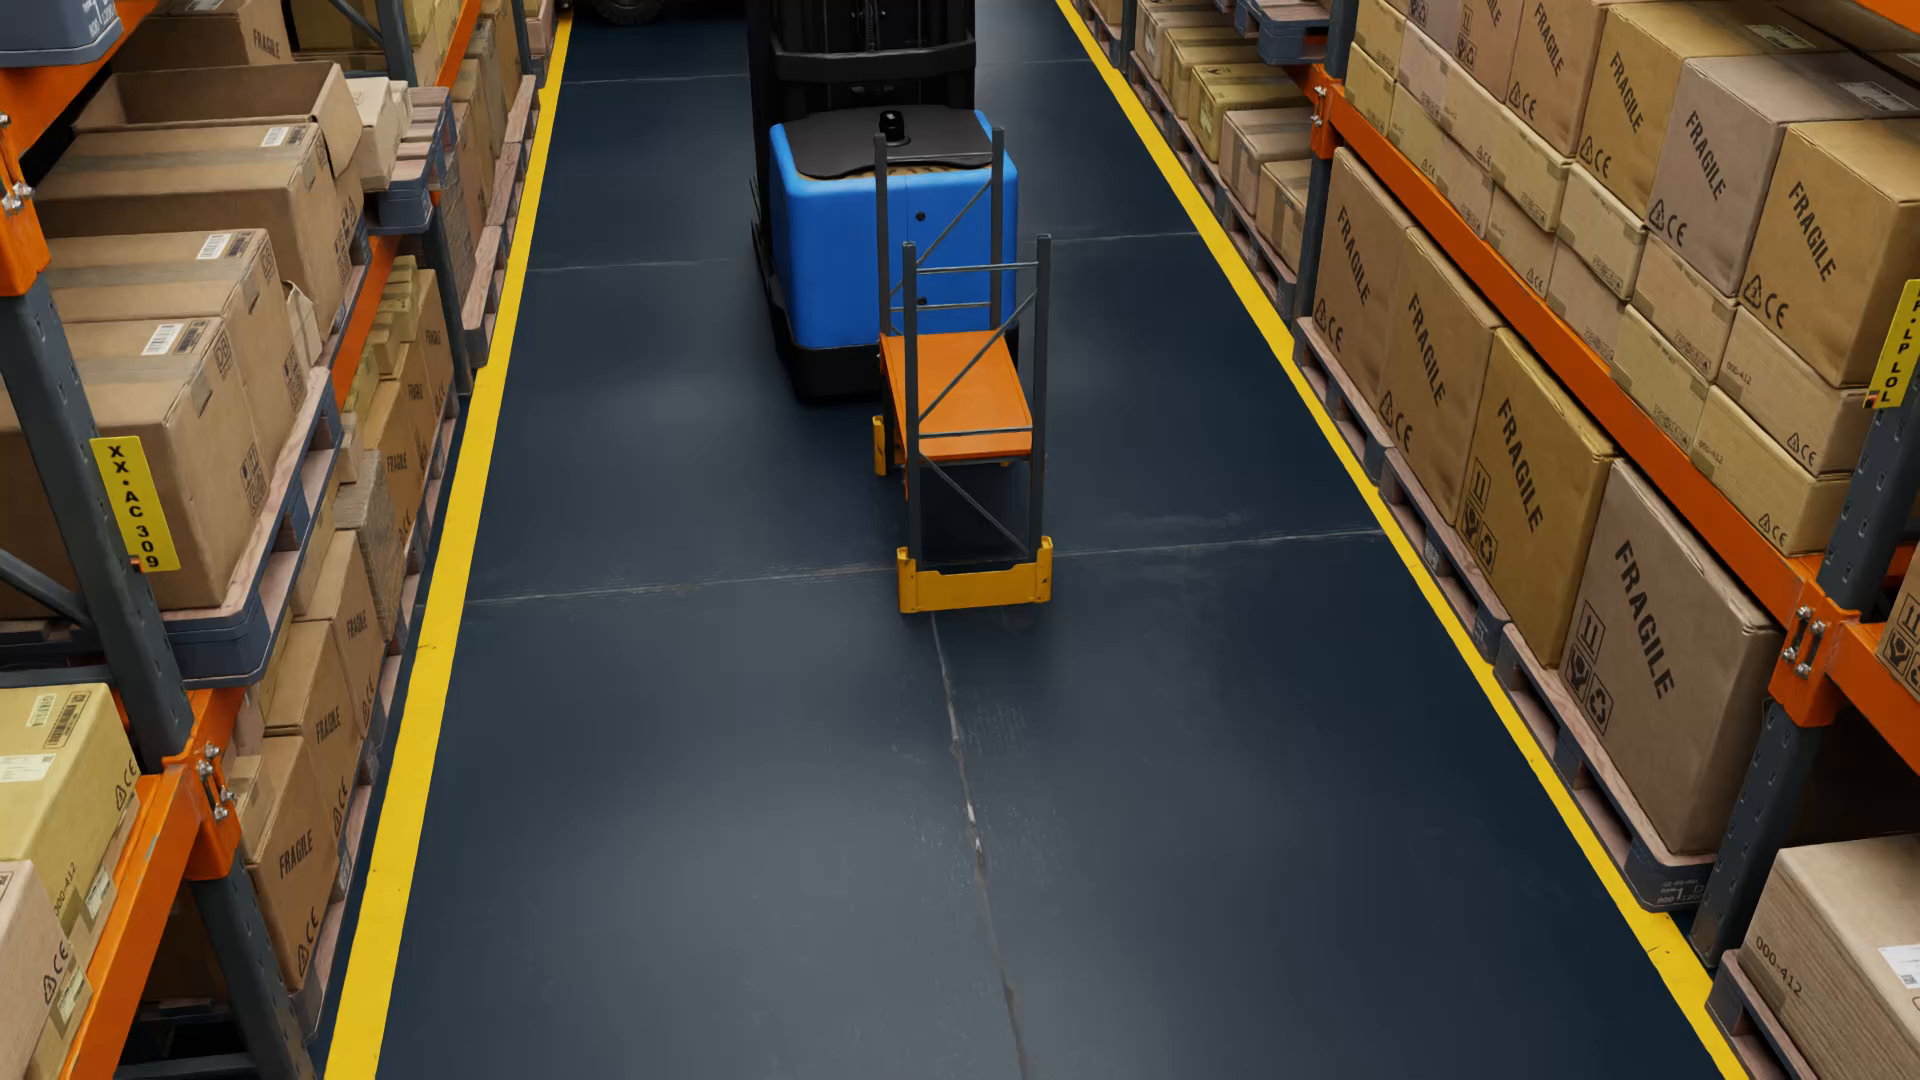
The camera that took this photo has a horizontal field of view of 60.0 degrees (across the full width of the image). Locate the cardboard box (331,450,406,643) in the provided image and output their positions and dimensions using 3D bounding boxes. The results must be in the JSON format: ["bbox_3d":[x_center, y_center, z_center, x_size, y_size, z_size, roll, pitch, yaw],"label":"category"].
[{"bbox_3d":[-2.284,0.041,5.873,0.500,0.500,0.500,-6,35,-8],"label":"cardboard box"}]

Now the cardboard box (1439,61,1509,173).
[{"bbox_3d":[2.093,-1.552,6.053,0.500,0.250,0.500,-4,35,-7],"label":"cardboard box"}]

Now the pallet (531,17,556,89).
[{"bbox_3d":[-3.375,-3.425,11.589,1.003,0.211,1.213,-4,35,-6],"label":"pallet"}]

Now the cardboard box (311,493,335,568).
[{"bbox_3d":[-2.256,-0.019,5.385,0.380,0.149,0.250,-3,34,-5],"label":"cardboard box"}]

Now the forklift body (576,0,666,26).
[{"bbox_3d":[-1.785,-5.092,12.312,2.313,2.155,1.214,-4,35,-6],"label":"forklift body"}]

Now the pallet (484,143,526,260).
[{"bbox_3d":[-3.005,-1.888,9.333,1.003,0.211,1.213,-4,35,-6],"label":"pallet"}]

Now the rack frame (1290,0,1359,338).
[{"bbox_3d":[2.146,-2.277,7.427,1.000,3.000,0.127,-4,35,-6],"label":"rack frame"}]

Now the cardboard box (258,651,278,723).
[{"bbox_3d":[-2.178,0.414,4.750,0.380,0.149,0.250,-6,35,-9],"label":"cardboard box"}]

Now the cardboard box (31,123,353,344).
[{"bbox_3d":[-2.253,-0.895,4.938,0.700,0.500,0.500,-5,35,-7],"label":"cardboard box"}]

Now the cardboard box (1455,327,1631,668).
[{"bbox_3d":[2.392,-0.183,5.869,0.875,0.875,0.875,-3,34,-5],"label":"cardboard box"}]

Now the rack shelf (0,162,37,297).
[{"bbox_3d":[-1.965,0.507,1.317,1.077,0.370,4.000,-4,35,-6],"label":"rack shelf"}]

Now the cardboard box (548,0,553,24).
[{"bbox_3d":[-3.131,-3.745,11.651,0.500,0.250,0.500,-5,35,-7],"label":"cardboard box"}]

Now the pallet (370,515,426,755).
[{"bbox_3d":[-2.548,0.353,6.045,1.003,0.211,1.213,-4,35,-6],"label":"pallet"}]

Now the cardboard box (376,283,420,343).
[{"bbox_3d":[-2.387,-0.901,6.679,0.380,0.149,0.250,-6,35,-9],"label":"cardboard box"}]

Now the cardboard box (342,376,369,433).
[{"bbox_3d":[-2.371,-0.461,6.033,0.380,0.149,0.250,-5,35,-7],"label":"cardboard box"}]

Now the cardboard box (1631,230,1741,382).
[{"bbox_3d":[2.309,-0.695,4.795,0.500,0.250,0.500,-4,34,-5],"label":"cardboard box"}]

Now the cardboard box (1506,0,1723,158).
[{"bbox_3d":[2.165,-1.590,5.442,0.500,0.500,0.500,-4,34,-6],"label":"cardboard box"}]

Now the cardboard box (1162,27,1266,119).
[{"bbox_3d":[1.781,-2.903,10.307,0.950,0.372,0.625,-2,34,-3],"label":"cardboard box"}]

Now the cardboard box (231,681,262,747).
[{"bbox_3d":[-2.101,0.440,4.447,0.380,0.149,0.250,-6,35,-9],"label":"cardboard box"}]

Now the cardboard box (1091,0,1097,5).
[{"bbox_3d":[1.181,-4.152,12.248,0.500,0.250,0.500,-5,35,-8],"label":"cardboard box"}]

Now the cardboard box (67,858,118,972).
[{"bbox_3d":[-1.884,0.740,3.224,0.380,0.149,0.250,-3,34,-5],"label":"cardboard box"}]

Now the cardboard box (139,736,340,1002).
[{"bbox_3d":[-2.076,0.906,4.604,0.500,0.500,0.500,-3,34,-4],"label":"cardboard box"}]

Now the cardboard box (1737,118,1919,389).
[{"bbox_3d":[2.375,-0.729,4.180,0.500,0.500,0.500,-3,34,-5],"label":"cardboard box"}]

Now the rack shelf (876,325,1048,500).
[{"bbox_3d":[-0.011,-0.519,6.499,0.538,0.185,1.000,-4,35,-6],"label":"rack shelf"}]

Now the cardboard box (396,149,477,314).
[{"bbox_3d":[-2.842,-1.440,7.935,0.875,0.625,0.625,-3,34,-5],"label":"cardboard box"}]

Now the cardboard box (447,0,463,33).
[{"bbox_3d":[-2.729,-2.671,8.138,0.500,0.250,0.500,-5,35,-8],"label":"cardboard box"}]

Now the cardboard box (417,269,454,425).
[{"bbox_3d":[-2.502,-0.819,7.136,0.500,0.500,0.500,-3,34,-5],"label":"cardboard box"}]

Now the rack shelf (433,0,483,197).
[{"bbox_3d":[-3.041,-2.717,8.713,1.077,0.370,4.000,-4,35,-6],"label":"rack shelf"}]

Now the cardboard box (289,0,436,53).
[{"bbox_3d":[-2.565,-2.311,7.167,0.500,0.250,0.500,-4,35,-6],"label":"cardboard box"}]

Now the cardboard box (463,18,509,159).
[{"bbox_3d":[-3.132,-2.599,9.636,0.875,0.625,0.625,-5,35,-7],"label":"cardboard box"}]

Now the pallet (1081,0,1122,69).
[{"bbox_3d":[1.483,-3.728,12.034,1.003,0.211,1.213,-4,35,-6],"label":"pallet"}]

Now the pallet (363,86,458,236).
[{"bbox_3d":[-2.611,-1.446,6.379,1.213,0.211,1.003,-4,35,-6],"label":"pallet"}]

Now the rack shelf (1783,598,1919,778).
[{"bbox_3d":[2.953,1.369,2.717,1.077,0.370,4.000,-4,35,-6],"label":"rack shelf"}]

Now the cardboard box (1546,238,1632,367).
[{"bbox_3d":[2.258,-0.781,5.366,0.500,0.250,0.500,-5,35,-8],"label":"cardboard box"}]

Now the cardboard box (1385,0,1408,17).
[{"bbox_3d":[1.970,-2.437,6.686,0.500,0.500,0.500,-5,35,-8],"label":"cardboard box"}]

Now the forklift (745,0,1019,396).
[{"bbox_3d":[-0.519,-2.691,8.096,1.130,2.935,3.031,-6,35,-9],"label":"forklift"}]

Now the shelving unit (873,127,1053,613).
[{"bbox_3d":[-0.010,-0.662,6.390,0.587,1.500,1.083,-4,35,-6],"label":"shelving unit"}]

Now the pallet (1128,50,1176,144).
[{"bbox_3d":[1.714,-2.922,10.850,1.003,0.211,1.213,-4,35,-6],"label":"pallet"}]

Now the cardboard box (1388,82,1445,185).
[{"bbox_3d":[2.049,-1.637,6.622,0.500,0.250,0.500,-5,35,-8],"label":"cardboard box"}]

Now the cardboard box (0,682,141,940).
[{"bbox_3d":[-1.924,0.538,3.166,0.500,0.250,0.500,-4,34,-5],"label":"cardboard box"}]

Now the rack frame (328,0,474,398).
[{"bbox_3d":[-2.772,-1.899,6.872,1.000,3.000,0.127,-4,35,-6],"label":"rack frame"}]

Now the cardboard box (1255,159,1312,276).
[{"bbox_3d":[2.080,-1.680,8.513,0.950,0.372,0.625,-7,35,-10],"label":"cardboard box"}]

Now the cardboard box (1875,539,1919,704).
[{"bbox_3d":[2.488,0.196,3.710,0.500,0.500,0.500,-3,34,-5],"label":"cardboard box"}]

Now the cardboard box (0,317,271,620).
[{"bbox_3d":[-2.077,-0.168,3.871,0.700,0.500,0.500,-4,34,-5],"label":"cardboard box"}]

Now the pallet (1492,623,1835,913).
[{"bbox_3d":[2.506,0.683,5.560,1.003,0.211,1.213,-4,35,-6],"label":"pallet"}]

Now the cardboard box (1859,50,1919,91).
[{"bbox_3d":[2.814,-1.048,4.648,0.500,0.500,0.500,-5,35,-7],"label":"cardboard box"}]

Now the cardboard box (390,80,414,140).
[{"bbox_3d":[-2.303,-1.631,6.330,0.380,0.149,0.250,-4,34,-5],"label":"cardboard box"}]
